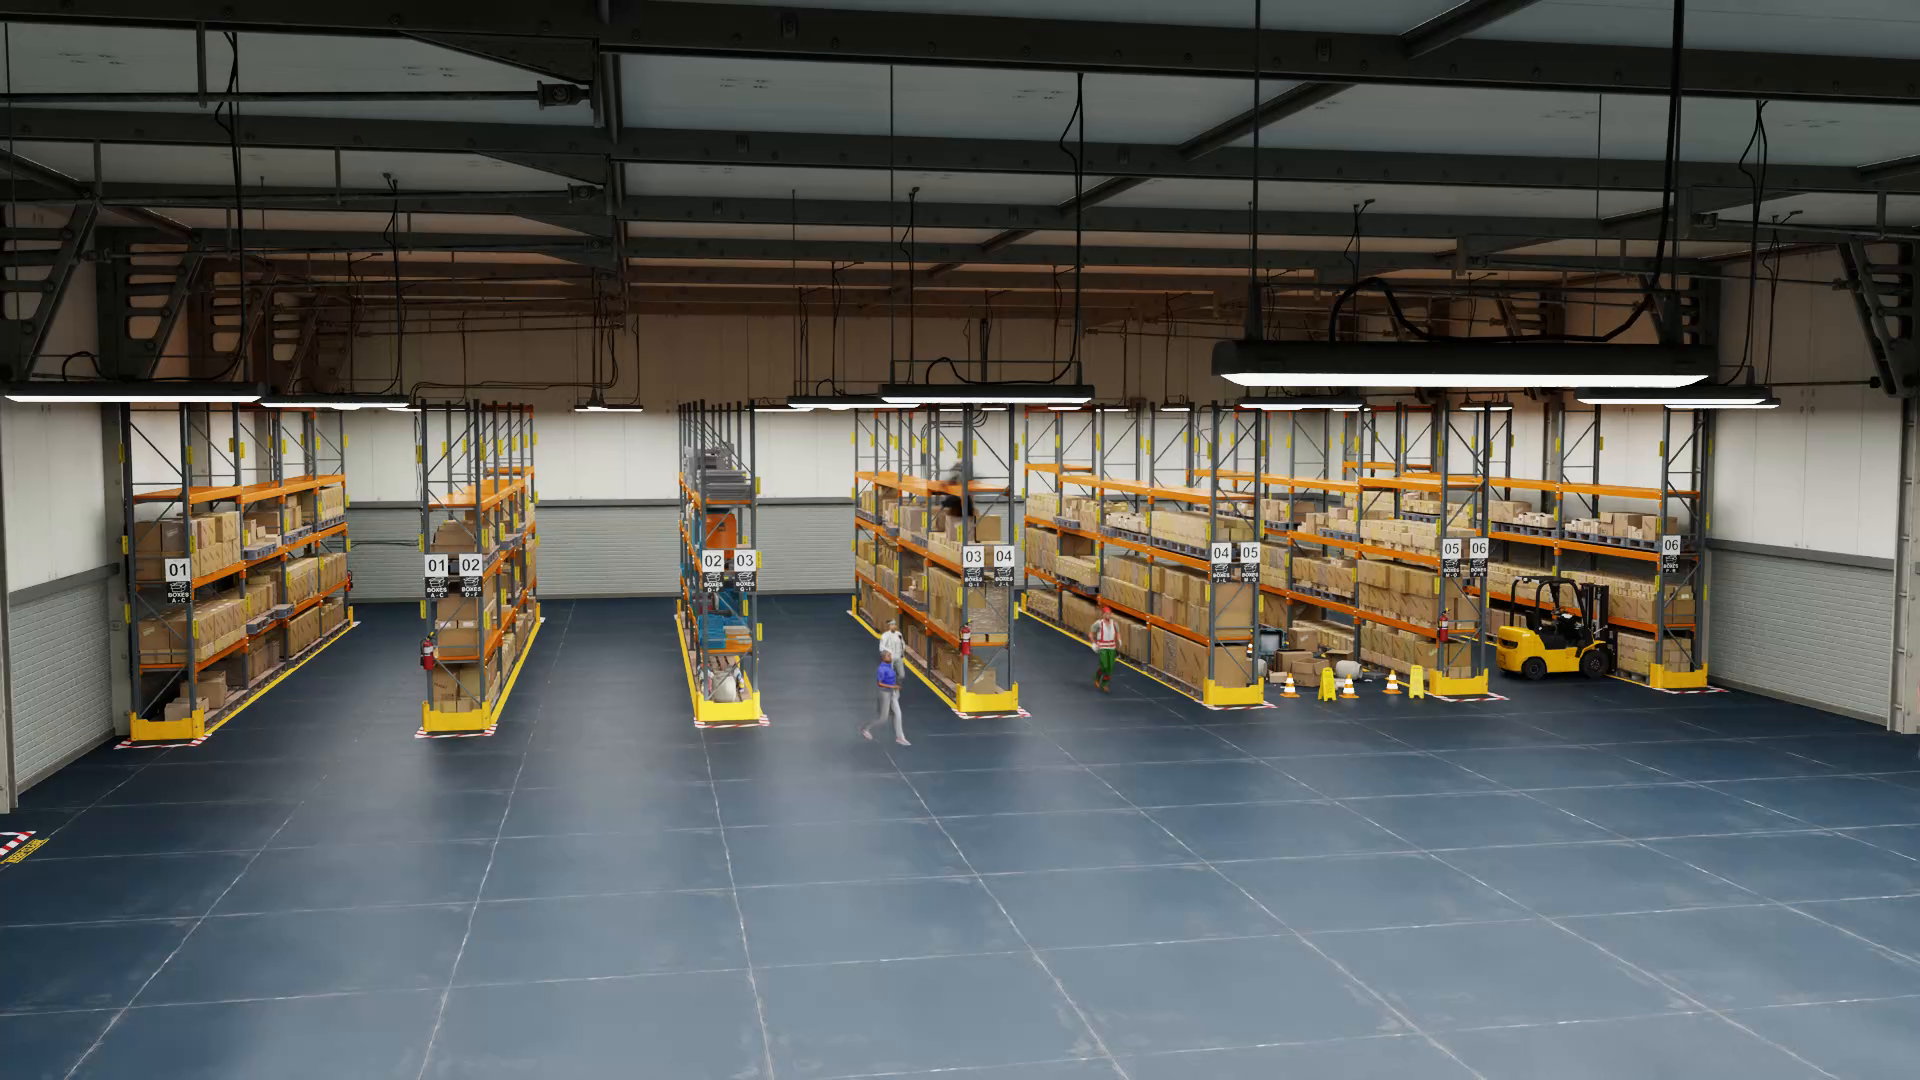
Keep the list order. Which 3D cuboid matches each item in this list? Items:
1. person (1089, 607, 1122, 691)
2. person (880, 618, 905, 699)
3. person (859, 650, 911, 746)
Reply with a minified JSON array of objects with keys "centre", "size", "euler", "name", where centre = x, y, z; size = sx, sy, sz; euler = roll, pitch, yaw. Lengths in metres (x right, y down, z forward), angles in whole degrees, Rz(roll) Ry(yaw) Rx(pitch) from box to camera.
[{"centre":[3.047,2.253,34.382],"size":[0.669,1.749,0.584],"euler":[-2,5,-22],"name":"person"},{"centre":[-1.303,2.377,33.199],"size":[0.591,1.656,0.599],"euler":[-2,5,-22],"name":"person"},{"centre":[-1.297,2.728,28.812],"size":[0.930,1.666,0.592],"euler":[1,5,19],"name":"person"}]
